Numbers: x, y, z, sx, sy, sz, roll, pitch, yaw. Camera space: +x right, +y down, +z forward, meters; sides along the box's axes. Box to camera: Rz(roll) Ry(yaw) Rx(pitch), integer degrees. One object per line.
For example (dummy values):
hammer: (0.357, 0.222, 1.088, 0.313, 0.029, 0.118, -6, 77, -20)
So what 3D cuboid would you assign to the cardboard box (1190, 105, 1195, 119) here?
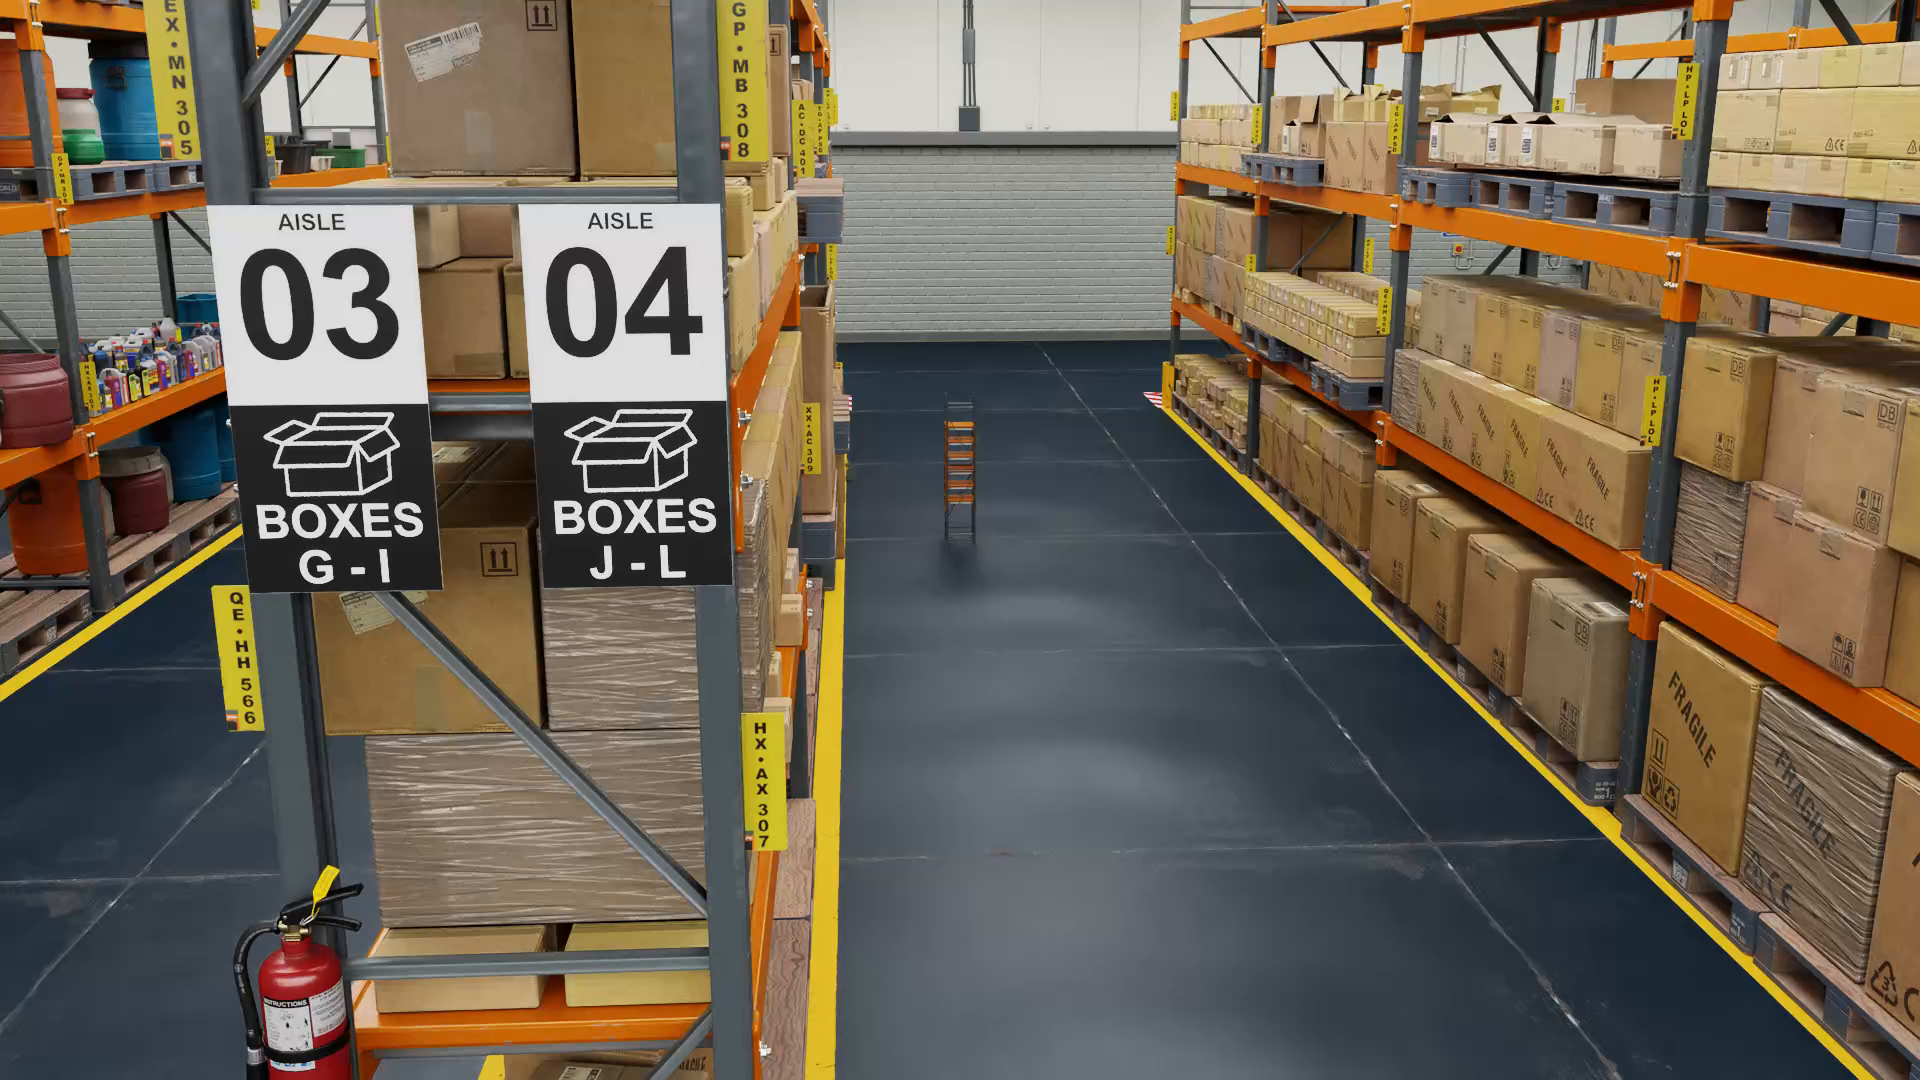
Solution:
cardboard box: (2.722, -4.665, 18.115, 0.380, 0.149, 0.250, -1, 14, -4)

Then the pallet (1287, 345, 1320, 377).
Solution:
pallet: (3.320, -1.475, 13.625, 1.003, 0.211, 1.213, -1, 14, -3)

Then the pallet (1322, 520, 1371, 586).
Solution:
pallet: (3.436, 0.080, 12.793, 1.003, 0.211, 1.213, -1, 14, -3)

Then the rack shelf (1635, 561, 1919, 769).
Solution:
rack shelf: (3.855, 0.764, 5.980, 1.077, 0.370, 4.000, -1, 14, -3)

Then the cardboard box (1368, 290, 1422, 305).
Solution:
cardboard box: (3.553, -1.953, 13.565, 0.380, 0.149, 0.250, -1, 14, -4)

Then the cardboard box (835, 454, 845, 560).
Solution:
cardboard box: (-1.495, -0.371, 12.371, 1.225, 0.875, 0.875, -2, 15, -6)

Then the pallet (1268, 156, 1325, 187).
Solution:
pallet: (3.235, -3.020, 13.601, 1.213, 0.211, 1.003, -1, 14, -3)

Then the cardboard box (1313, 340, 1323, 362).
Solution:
cardboard box: (2.952, -1.461, 12.848, 0.380, 0.149, 0.250, -1, 14, -4)

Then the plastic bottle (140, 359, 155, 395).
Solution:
plastic bottle: (-6.152, -1.234, 12.559, 0.097, 0.271, 0.097, 0, 14, 0)

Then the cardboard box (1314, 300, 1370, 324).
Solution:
cardboard box: (2.946, -1.755, 12.795, 0.380, 0.149, 0.250, 0, 14, -2)

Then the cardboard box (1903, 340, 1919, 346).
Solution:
cardboard box: (8.065, -1.479, 13.557, 0.500, 0.250, 0.500, -1, 14, -4)

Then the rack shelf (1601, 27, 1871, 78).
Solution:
rack shelf: (8.046, -5.033, 17.276, 1.077, 0.370, 4.000, -1, 14, -3)

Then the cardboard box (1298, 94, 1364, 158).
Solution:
cardboard box: (3.200, -3.391, 13.616, 0.797, 0.503, 0.637, -1, 14, -4)

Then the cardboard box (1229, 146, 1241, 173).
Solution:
cardboard box: (2.916, -3.693, 16.143, 0.500, 0.250, 0.500, -1, 14, -4)

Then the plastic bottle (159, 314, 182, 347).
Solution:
plastic bottle: (-6.964, -1.817, 14.667, 0.144, 0.351, 0.185, -1, 14, -3)

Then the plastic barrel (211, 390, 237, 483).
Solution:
plastic barrel: (-6.648, -0.995, 14.741, 0.600, 0.901, 0.708, -1, 14, -3)

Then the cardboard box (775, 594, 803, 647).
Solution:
cardboard box: (-0.830, 0.326, 6.742, 0.380, 0.149, 0.250, -1, 14, -3)

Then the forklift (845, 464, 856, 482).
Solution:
forklift: (-2.461, -1.763, 14.495, 3.031, 2.935, 1.130, -2, 15, -8)

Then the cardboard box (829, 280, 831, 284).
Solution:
cardboard box: (-1.518, -2.700, 16.199, 0.500, 0.500, 0.500, -1, 14, -3)

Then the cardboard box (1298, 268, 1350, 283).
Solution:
cardboard box: (3.456, -2.391, 16.001, 0.500, 0.500, 0.500, -1, 14, -4)

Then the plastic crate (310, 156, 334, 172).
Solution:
plastic crate: (-6.537, -3.753, 16.602, 0.437, 0.136, 0.530, -1, 14, -3)

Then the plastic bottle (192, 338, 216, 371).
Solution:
plastic bottle: (-6.255, -1.540, 13.742, 0.152, 0.276, 0.135, -1, 14, -3)

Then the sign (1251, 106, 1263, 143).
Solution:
sign: (2.694, -3.764, 15.078, 0.100, 0.325, 0.005, -1, 14, -3)

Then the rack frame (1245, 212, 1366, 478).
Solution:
rack frame: (3.236, -2.071, 15.556, 1.000, 3.000, 0.127, -1, 14, -3)

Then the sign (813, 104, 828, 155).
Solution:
sign: (-0.932, -2.736, 11.082, 0.100, 0.325, 0.005, -1, 14, -3)

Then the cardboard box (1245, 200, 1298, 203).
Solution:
cardboard box: (3.337, -3.378, 17.829, 0.500, 0.500, 0.500, 0, 14, -1)

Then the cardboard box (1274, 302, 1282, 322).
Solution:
cardboard box: (2.871, -1.932, 14.078, 0.380, 0.149, 0.250, 0, 14, -1)

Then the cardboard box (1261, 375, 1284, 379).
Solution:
cardboard box: (3.350, -1.660, 17.643, 0.380, 0.149, 0.250, -1, 14, -3)

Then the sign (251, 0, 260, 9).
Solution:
sign: (-6.115, -4.755, 14.369, 0.100, 0.325, 0.005, -1, 14, -3)

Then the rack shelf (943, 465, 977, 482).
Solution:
rack shelf: (0.001, -0.534, 13.374, 0.258, 0.103, 0.180, -1, 14, -3)

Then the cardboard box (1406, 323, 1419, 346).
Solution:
cardboard box: (3.615, -1.559, 12.631, 0.380, 0.149, 0.250, -1, 14, -5)

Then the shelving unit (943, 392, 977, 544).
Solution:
shelving unit: (0.001, -0.577, 13.363, 0.258, 1.200, 0.189, -1, 14, -3)

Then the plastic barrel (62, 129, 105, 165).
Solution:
plastic barrel: (-6.253, -2.796, 11.824, 0.294, 0.245, 0.294, 0, 14, 0)

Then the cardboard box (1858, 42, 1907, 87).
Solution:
cardboard box: (3.480, -1.701, 5.959, 0.380, 0.149, 0.250, -1, 14, -3)

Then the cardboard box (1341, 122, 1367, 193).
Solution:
cardboard box: (3.150, -2.840, 12.323, 0.500, 0.500, 0.500, -1, 14, -3)

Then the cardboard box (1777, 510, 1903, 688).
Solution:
cardboard box: (3.739, 0.210, 6.390, 0.875, 0.550, 0.550, -1, 14, -3)

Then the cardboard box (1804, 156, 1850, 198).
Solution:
cardboard box: (3.462, -1.380, 6.310, 0.380, 0.149, 0.250, -1, 14, -4)

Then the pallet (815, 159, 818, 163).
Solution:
pallet: (-1.638, -2.824, 12.840, 1.003, 0.211, 1.213, 0, 14, -1)

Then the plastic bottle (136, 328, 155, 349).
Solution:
plastic bottle: (-6.993, -1.671, 14.251, 0.152, 0.276, 0.135, -1, 14, -3)

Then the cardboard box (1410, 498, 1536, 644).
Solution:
cardboard box: (3.489, 0.180, 10.479, 1.050, 0.750, 0.750, -1, 14, -3)

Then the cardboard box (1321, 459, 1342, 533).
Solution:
cardboard box: (3.153, -0.358, 13.072, 0.500, 0.500, 0.500, 0, 14, -1)

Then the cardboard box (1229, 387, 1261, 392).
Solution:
cardboard box: (2.938, -1.457, 16.854, 0.380, 0.149, 0.250, 0, 14, -2)

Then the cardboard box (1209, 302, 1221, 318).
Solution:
cardboard box: (2.816, -2.405, 17.357, 0.380, 0.149, 0.250, -1, 14, -2)

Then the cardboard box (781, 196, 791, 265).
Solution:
cardboard box: (-0.915, -1.171, 6.338, 0.500, 0.250, 0.500, -1, 14, -2)

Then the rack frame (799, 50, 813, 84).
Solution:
rack frame: (-1.473, -3.930, 10.742, 1.000, 3.000, 0.127, -1, 14, -3)

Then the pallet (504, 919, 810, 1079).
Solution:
pallet: (-1.070, 1.791, 6.142, 1.003, 0.211, 1.213, -1, 14, -3)

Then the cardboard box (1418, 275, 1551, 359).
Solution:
cardboard box: (3.501, -1.497, 11.118, 0.700, 0.500, 0.500, -1, 14, -4)

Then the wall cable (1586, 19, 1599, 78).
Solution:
wall cable: (10.822, -7.546, 24.720, 2.988, 3.039, 0.133, -1, 14, -3)

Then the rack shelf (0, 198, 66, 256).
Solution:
rack shelf: (-6.293, -1.555, 8.976, 1.077, 0.370, 4.000, -1, 14, -3)

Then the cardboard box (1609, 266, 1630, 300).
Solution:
cardboard box: (7.724, -2.967, 18.836, 0.500, 0.500, 0.500, -1, 14, -4)

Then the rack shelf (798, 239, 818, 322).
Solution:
rack shelf: (-1.349, -1.632, 9.273, 1.077, 0.370, 4.000, -1, 14, -3)

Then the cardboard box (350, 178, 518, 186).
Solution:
cardboard box: (-1.371, -0.868, 4.360, 0.380, 0.149, 0.250, -1, 14, -3)

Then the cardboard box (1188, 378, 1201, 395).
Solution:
cardboard box: (2.736, -1.705, 18.413, 0.380, 0.149, 0.250, 0, 14, -2)

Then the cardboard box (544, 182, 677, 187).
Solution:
cardboard box: (-0.822, -0.807, 4.126, 0.380, 0.149, 0.250, -1, 14, -4)

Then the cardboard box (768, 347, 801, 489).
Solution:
cardboard box: (-0.891, -0.475, 6.548, 0.500, 0.500, 0.500, -1, 14, -3)
